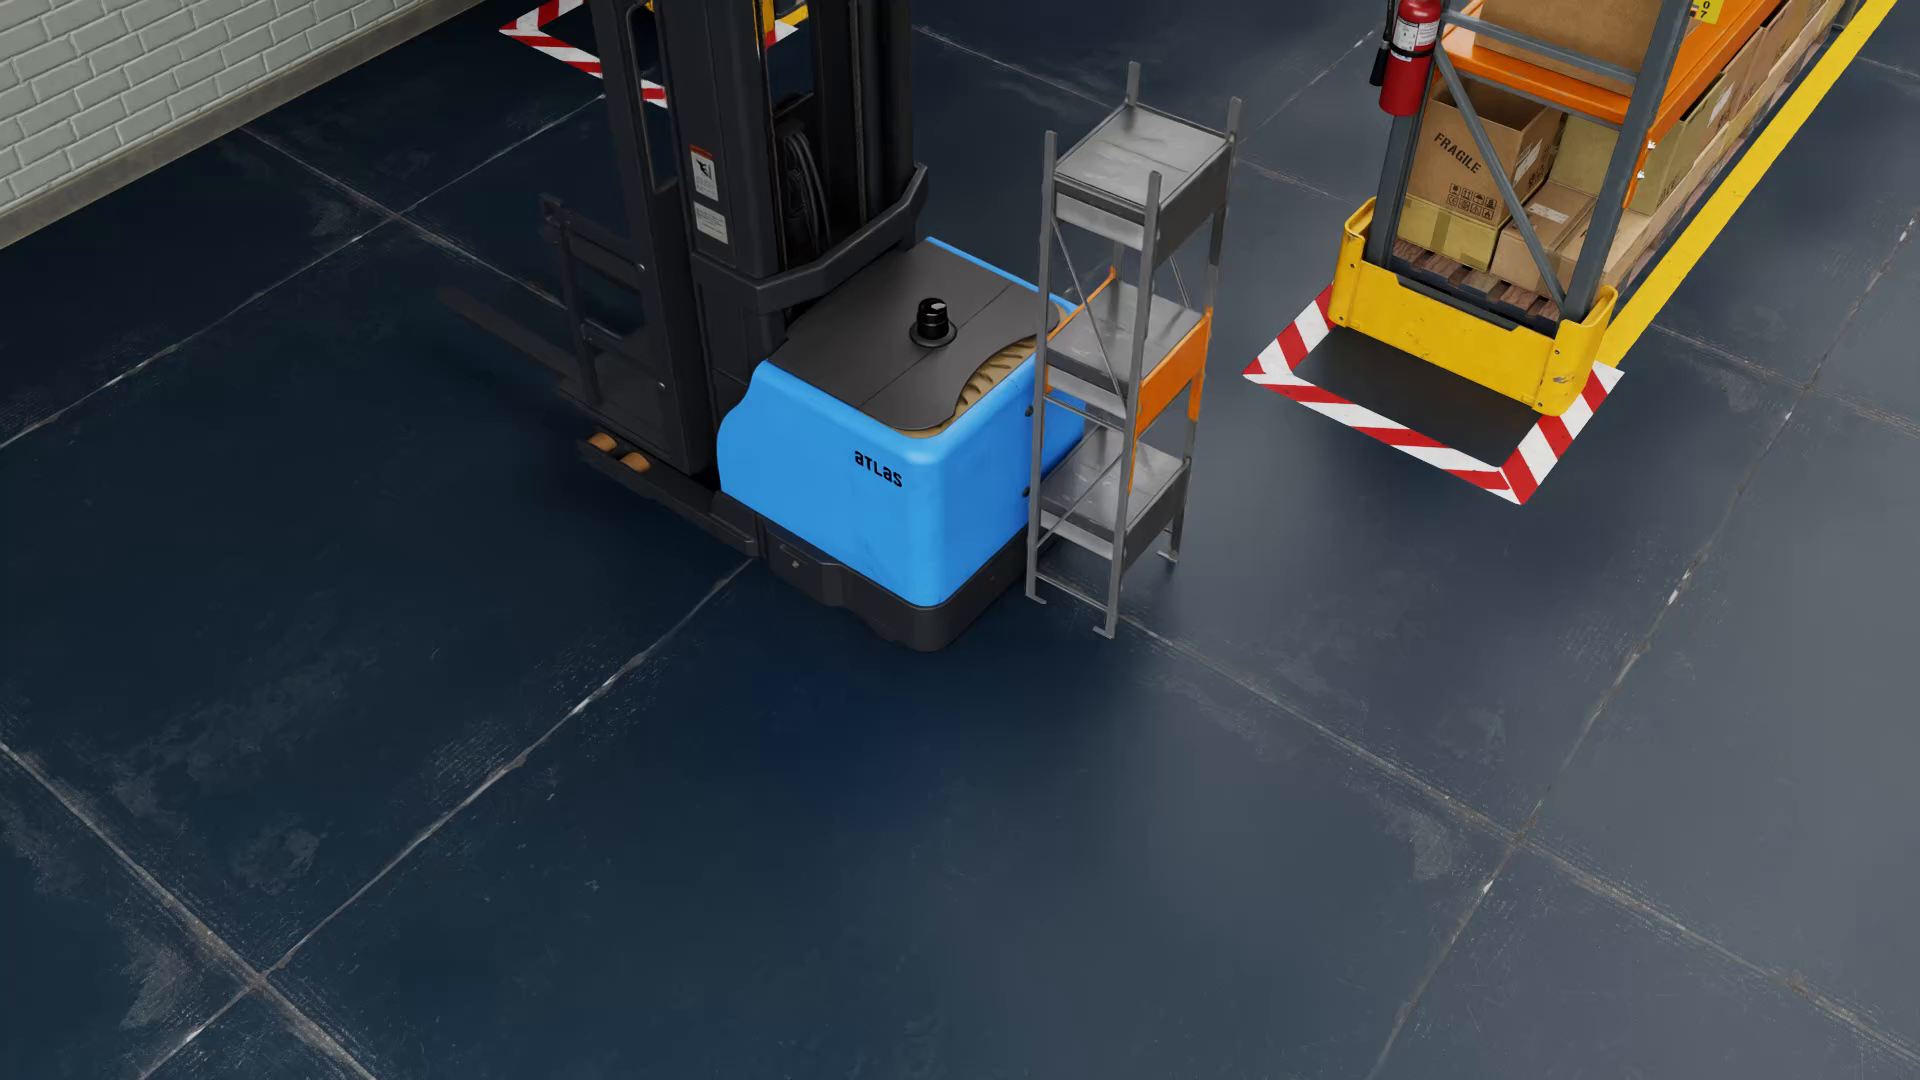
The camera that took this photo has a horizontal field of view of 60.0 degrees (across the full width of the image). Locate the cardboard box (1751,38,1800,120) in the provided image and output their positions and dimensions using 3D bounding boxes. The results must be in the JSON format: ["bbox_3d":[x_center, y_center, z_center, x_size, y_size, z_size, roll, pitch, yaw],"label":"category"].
[{"bbox_3d":[3.994,-2.475,8.651,0.500,0.250,0.500,29,53,25],"label":"cardboard box"}]

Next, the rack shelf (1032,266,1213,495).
[{"bbox_3d":[0.566,-0.563,5.855,0.431,0.518,0.480,27,52,23],"label":"rack shelf"}]

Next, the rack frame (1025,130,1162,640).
[{"bbox_3d":[0.425,-0.428,5.707,0.400,2.100,0.015,27,52,23],"label":"rack frame"}]

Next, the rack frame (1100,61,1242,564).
[{"bbox_3d":[0.706,-0.717,5.983,0.400,2.100,0.015,27,52,23],"label":"rack frame"}]

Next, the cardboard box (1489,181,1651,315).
[{"bbox_3d":[2.770,-1.331,7.559,0.500,0.250,0.500,29,53,25],"label":"cardboard box"}]

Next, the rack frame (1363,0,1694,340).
[{"bbox_3d":[2.266,-1.928,6.517,1.000,3.000,0.127,29,53,25],"label":"rack frame"}]

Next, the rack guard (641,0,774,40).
[{"bbox_3d":[-1.609,-3.296,9.552,1.175,0.500,0.348,29,53,25],"label":"rack guard"}]

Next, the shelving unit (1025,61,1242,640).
[{"bbox_3d":[0.566,-0.573,5.845,0.431,2.100,0.503,27,52,23],"label":"shelving unit"}]

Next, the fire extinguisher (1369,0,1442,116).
[{"bbox_3d":[1.827,-2.039,6.677,0.296,0.674,0.183,29,53,25],"label":"fire extinguisher"}]

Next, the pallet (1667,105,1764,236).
[{"bbox_3d":[3.447,-2.116,8.625,1.003,0.211,1.213,29,53,25],"label":"pallet"}]

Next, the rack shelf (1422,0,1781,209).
[{"bbox_3d":[3.489,-2.824,7.870,1.077,0.370,4.000,29,53,25],"label":"rack shelf"}]

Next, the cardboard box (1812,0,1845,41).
[{"bbox_3d":[4.601,-3.050,9.200,0.500,0.250,0.500,29,53,25],"label":"cardboard box"}]

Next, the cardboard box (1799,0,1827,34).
[{"bbox_3d":[4.287,-3.028,8.661,0.500,0.500,0.500,29,53,25],"label":"cardboard box"}]

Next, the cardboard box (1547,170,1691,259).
[{"bbox_3d":[3.073,-1.619,7.833,0.500,0.250,0.500,29,53,25],"label":"cardboard box"}]

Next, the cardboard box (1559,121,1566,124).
[{"bbox_3d":[2.961,-2.139,8.330,0.500,0.250,0.500,29,53,25],"label":"cardboard box"}]

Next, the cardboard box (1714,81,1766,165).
[{"bbox_3d":[3.689,-2.189,8.378,0.500,0.250,0.500,29,53,25],"label":"cardboard box"}]

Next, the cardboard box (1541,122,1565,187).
[{"bbox_3d":[2.657,-1.852,8.056,0.500,0.250,0.500,29,53,25],"label":"cardboard box"}]

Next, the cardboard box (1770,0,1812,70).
[{"bbox_3d":[3.984,-2.740,8.386,0.500,0.500,0.500,29,53,25],"label":"cardboard box"}]

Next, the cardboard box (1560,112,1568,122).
[{"bbox_3d":[2.959,-2.399,8.060,0.500,0.500,0.500,29,53,25],"label":"cardboard box"}]

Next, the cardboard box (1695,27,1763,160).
[{"bbox_3d":[3.370,-2.169,7.840,0.500,0.500,0.500,29,53,25],"label":"cardboard box"}]

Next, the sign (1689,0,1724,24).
[{"bbox_3d":[2.702,-2.005,5.938,0.100,0.325,0.005,29,53,25],"label":"sign"}]

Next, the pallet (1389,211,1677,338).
[{"bbox_3d":[2.701,-1.421,7.961,1.003,0.211,1.213,29,53,25],"label":"pallet"}]

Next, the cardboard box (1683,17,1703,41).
[{"bbox_3d":[2.879,-2.526,7.020,0.700,0.500,0.500,31,53,26],"label":"cardboard box"}]

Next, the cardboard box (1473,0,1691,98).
[{"bbox_3d":[2.562,-2.224,6.731,0.700,0.500,0.500,29,53,25],"label":"cardboard box"}]

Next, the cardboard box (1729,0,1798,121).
[{"bbox_3d":[3.690,-2.448,8.106,0.500,0.500,0.500,29,53,25],"label":"cardboard box"}]

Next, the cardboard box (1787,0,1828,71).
[{"bbox_3d":[4.288,-2.768,8.931,0.500,0.250,0.500,29,53,25],"label":"cardboard box"}]

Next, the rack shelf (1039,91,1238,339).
[{"bbox_3d":[0.566,-1.047,5.349,0.431,0.518,0.480,27,52,23],"label":"rack shelf"}]

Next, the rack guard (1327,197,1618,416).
[{"bbox_3d":[2.252,-1.051,7.408,1.175,0.500,0.348,29,53,25],"label":"rack guard"}]

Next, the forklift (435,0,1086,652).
[{"bbox_3d":[-0.976,-1.485,6.141,3.031,2.935,1.130,30,53,25],"label":"forklift"}]

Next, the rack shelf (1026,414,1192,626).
[{"bbox_3d":[0.565,-0.080,6.361,0.431,0.518,0.480,27,52,23],"label":"rack shelf"}]

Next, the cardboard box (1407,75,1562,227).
[{"bbox_3d":[2.359,-1.820,7.507,0.500,0.500,0.500,29,53,25],"label":"cardboard box"}]

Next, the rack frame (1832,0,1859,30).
[{"bbox_3d":[4.712,-4.217,8.703,1.000,3.000,0.127,29,53,25],"label":"rack frame"}]

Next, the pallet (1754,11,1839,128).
[{"bbox_3d":[4.193,-2.817,9.295,1.003,0.211,1.213,29,53,25],"label":"pallet"}]

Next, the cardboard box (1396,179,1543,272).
[{"bbox_3d":[2.361,-1.560,7.777,0.500,0.250,0.500,29,53,25],"label":"cardboard box"}]

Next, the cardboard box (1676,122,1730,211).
[{"bbox_3d":[3.379,-1.905,8.107,0.500,0.250,0.500,29,53,25],"label":"cardboard box"}]

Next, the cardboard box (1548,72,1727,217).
[{"bbox_3d":[3.075,-1.877,7.562,0.500,0.500,0.500,29,53,25],"label":"cardboard box"}]

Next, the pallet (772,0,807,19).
[{"bbox_3d":[-1.085,-3.645,10.086,1.003,0.211,1.213,29,53,25],"label":"pallet"}]
